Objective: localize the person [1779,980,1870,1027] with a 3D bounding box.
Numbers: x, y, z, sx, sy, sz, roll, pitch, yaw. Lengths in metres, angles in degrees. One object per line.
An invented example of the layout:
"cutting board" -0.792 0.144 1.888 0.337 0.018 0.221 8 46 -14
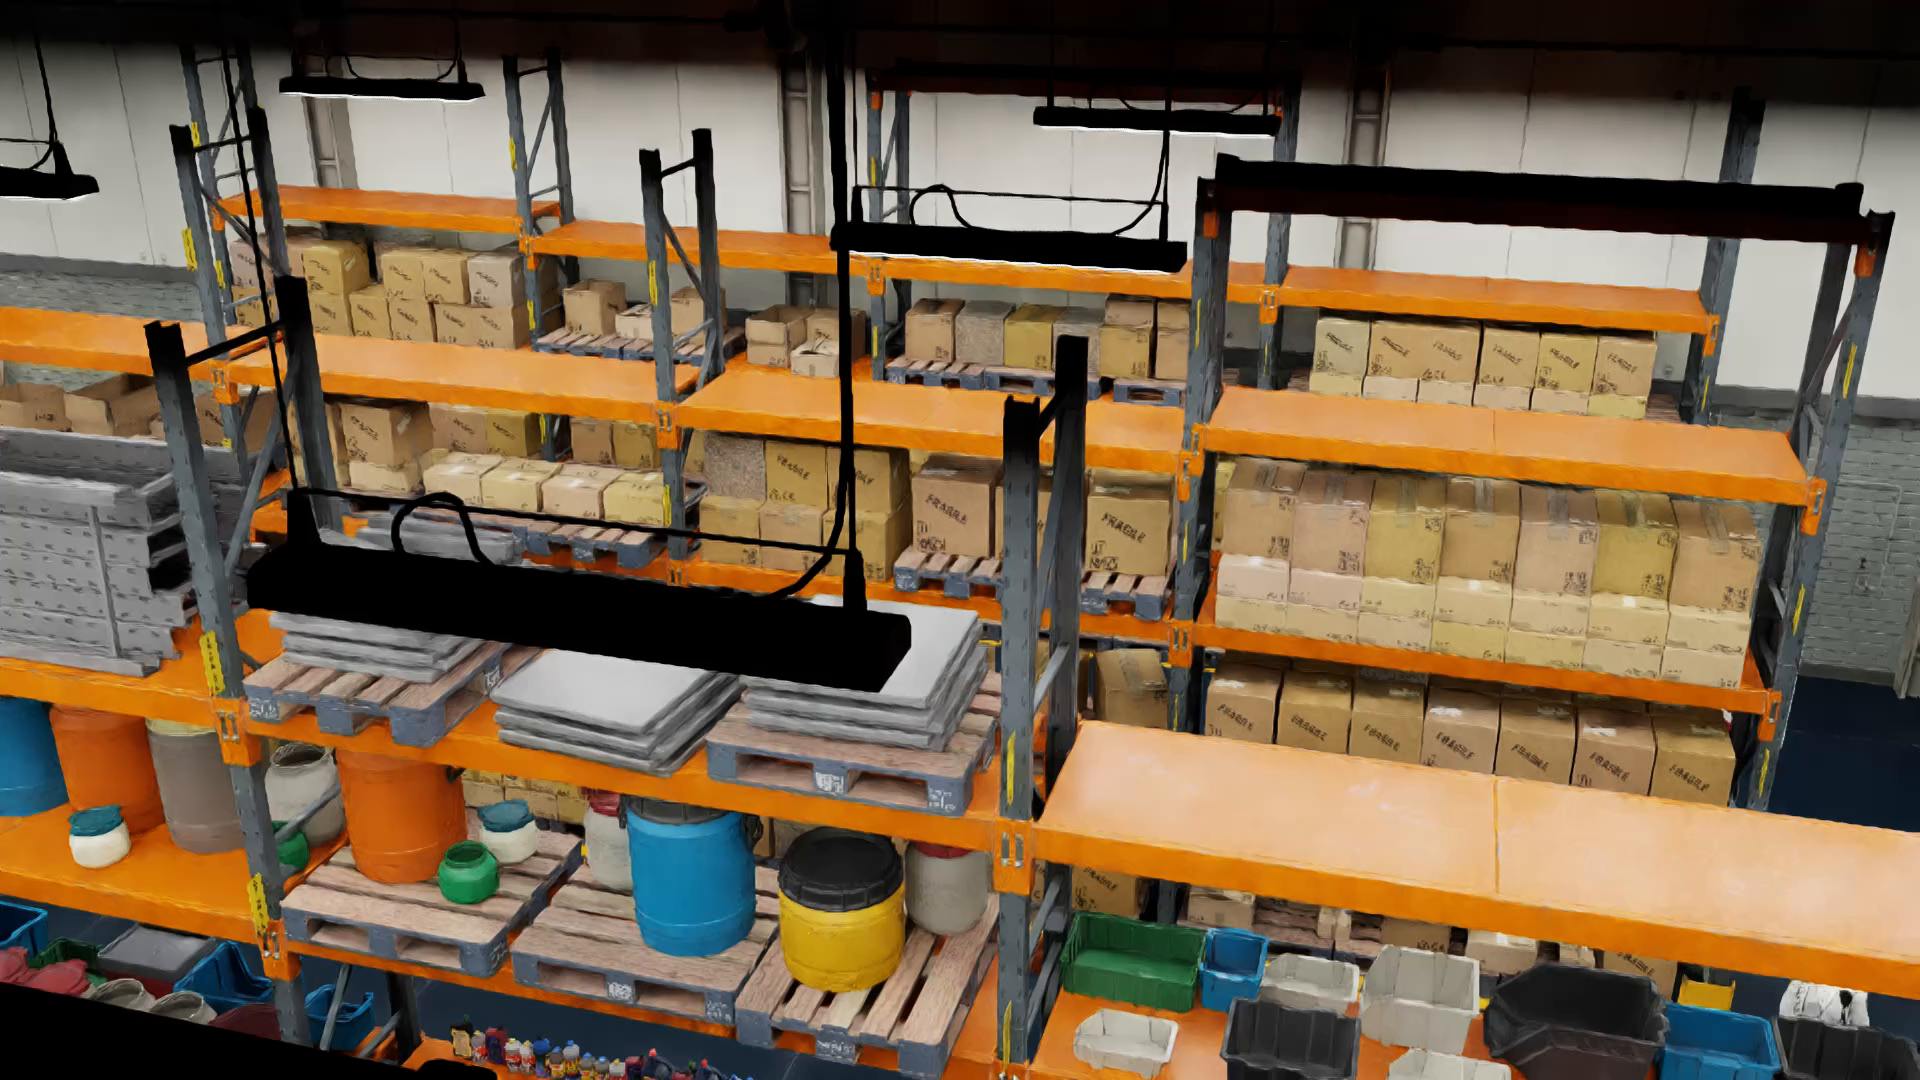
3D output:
"person" 5.533 3.252 10.747 0.560 1.678 0.446 17 28 35
